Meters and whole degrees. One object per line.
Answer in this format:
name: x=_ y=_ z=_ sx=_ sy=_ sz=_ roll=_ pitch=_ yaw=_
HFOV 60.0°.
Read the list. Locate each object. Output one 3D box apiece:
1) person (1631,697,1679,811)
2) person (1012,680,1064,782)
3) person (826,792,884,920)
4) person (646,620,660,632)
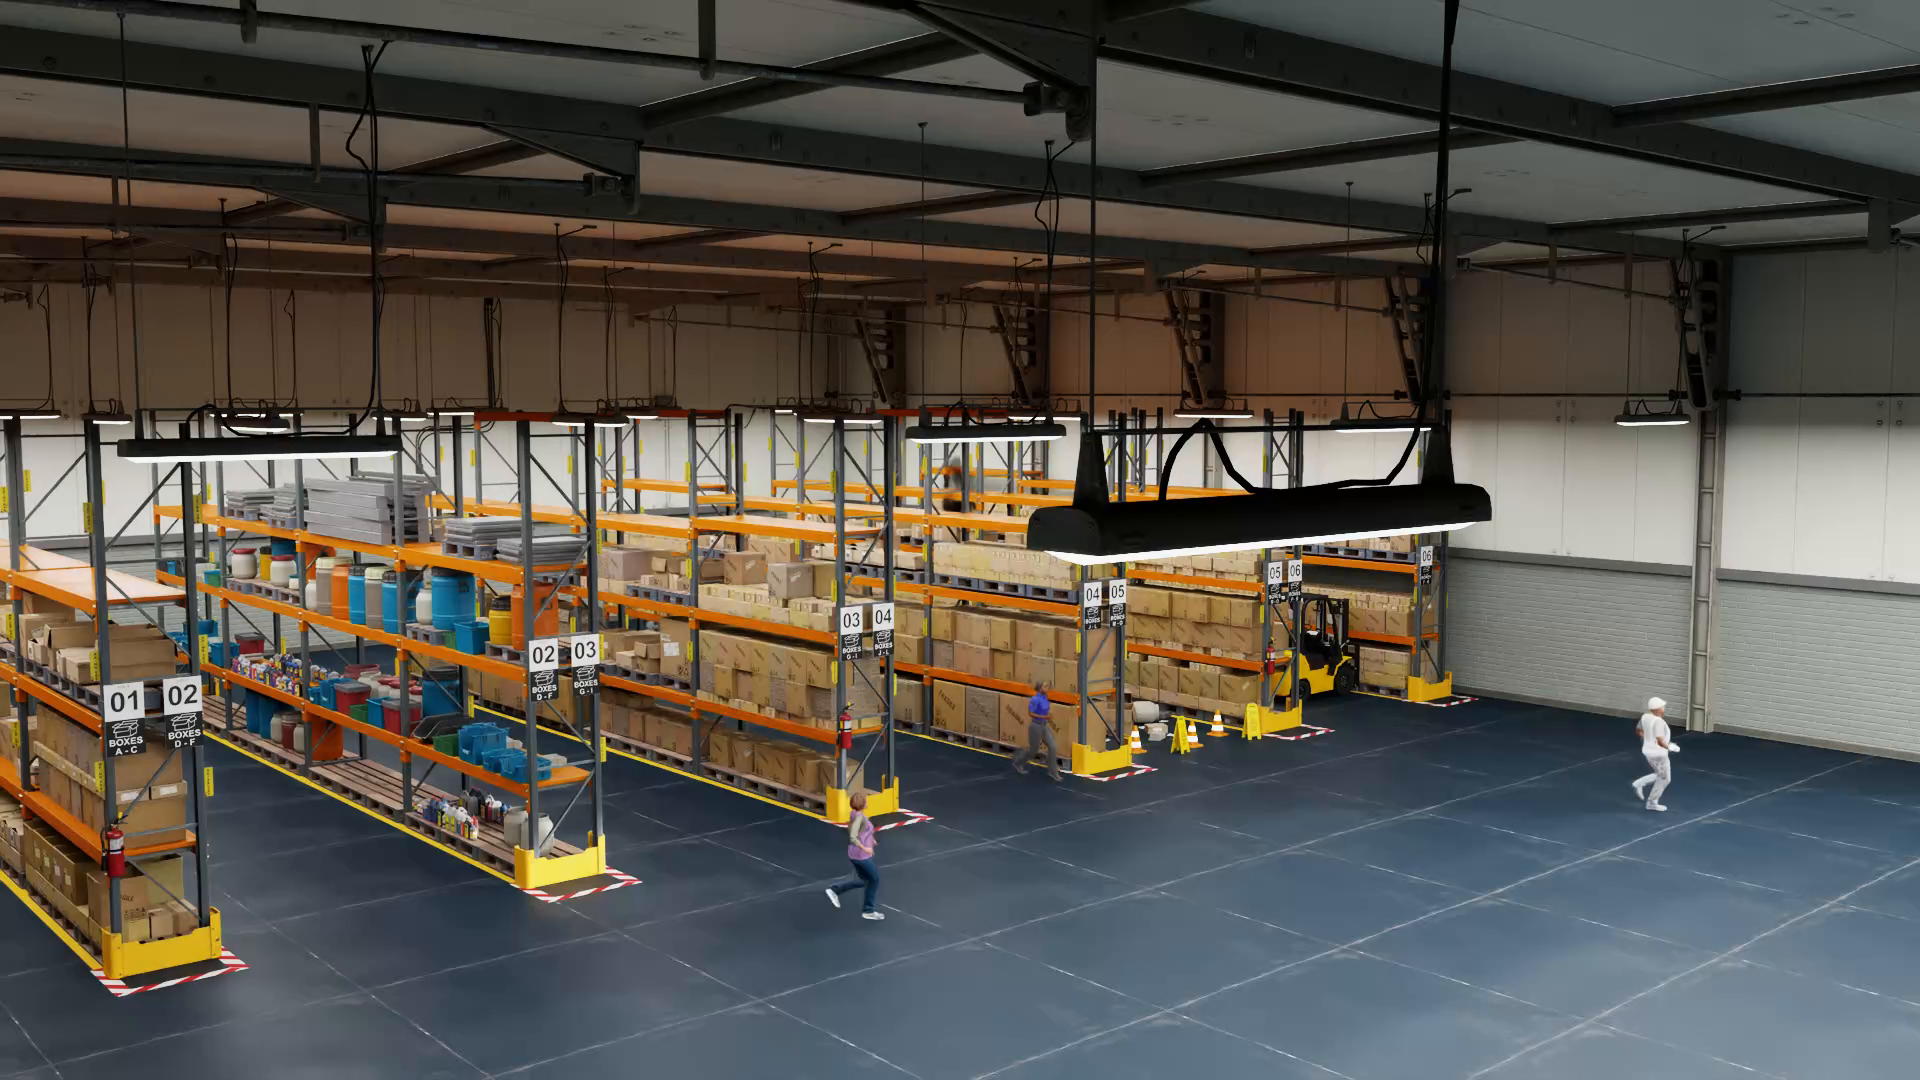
person: x=10.581 y=3.250 z=25.288 sx=0.599 sy=1.736 sz=0.685 roll=0 pitch=5 yaw=0
person: x=1.272 y=3.117 z=27.308 sx=0.894 sy=1.677 sz=0.613 roll=3 pitch=6 yaw=31
person: x=-1.252 y=3.808 z=19.960 sx=0.704 sy=1.580 sz=0.541 roll=-1 pitch=5 yaw=-15
person: x=-7.749 y=1.813 z=42.162 sx=0.683 sy=1.685 sz=0.622 roll=-5 pitch=7 yaw=-43
